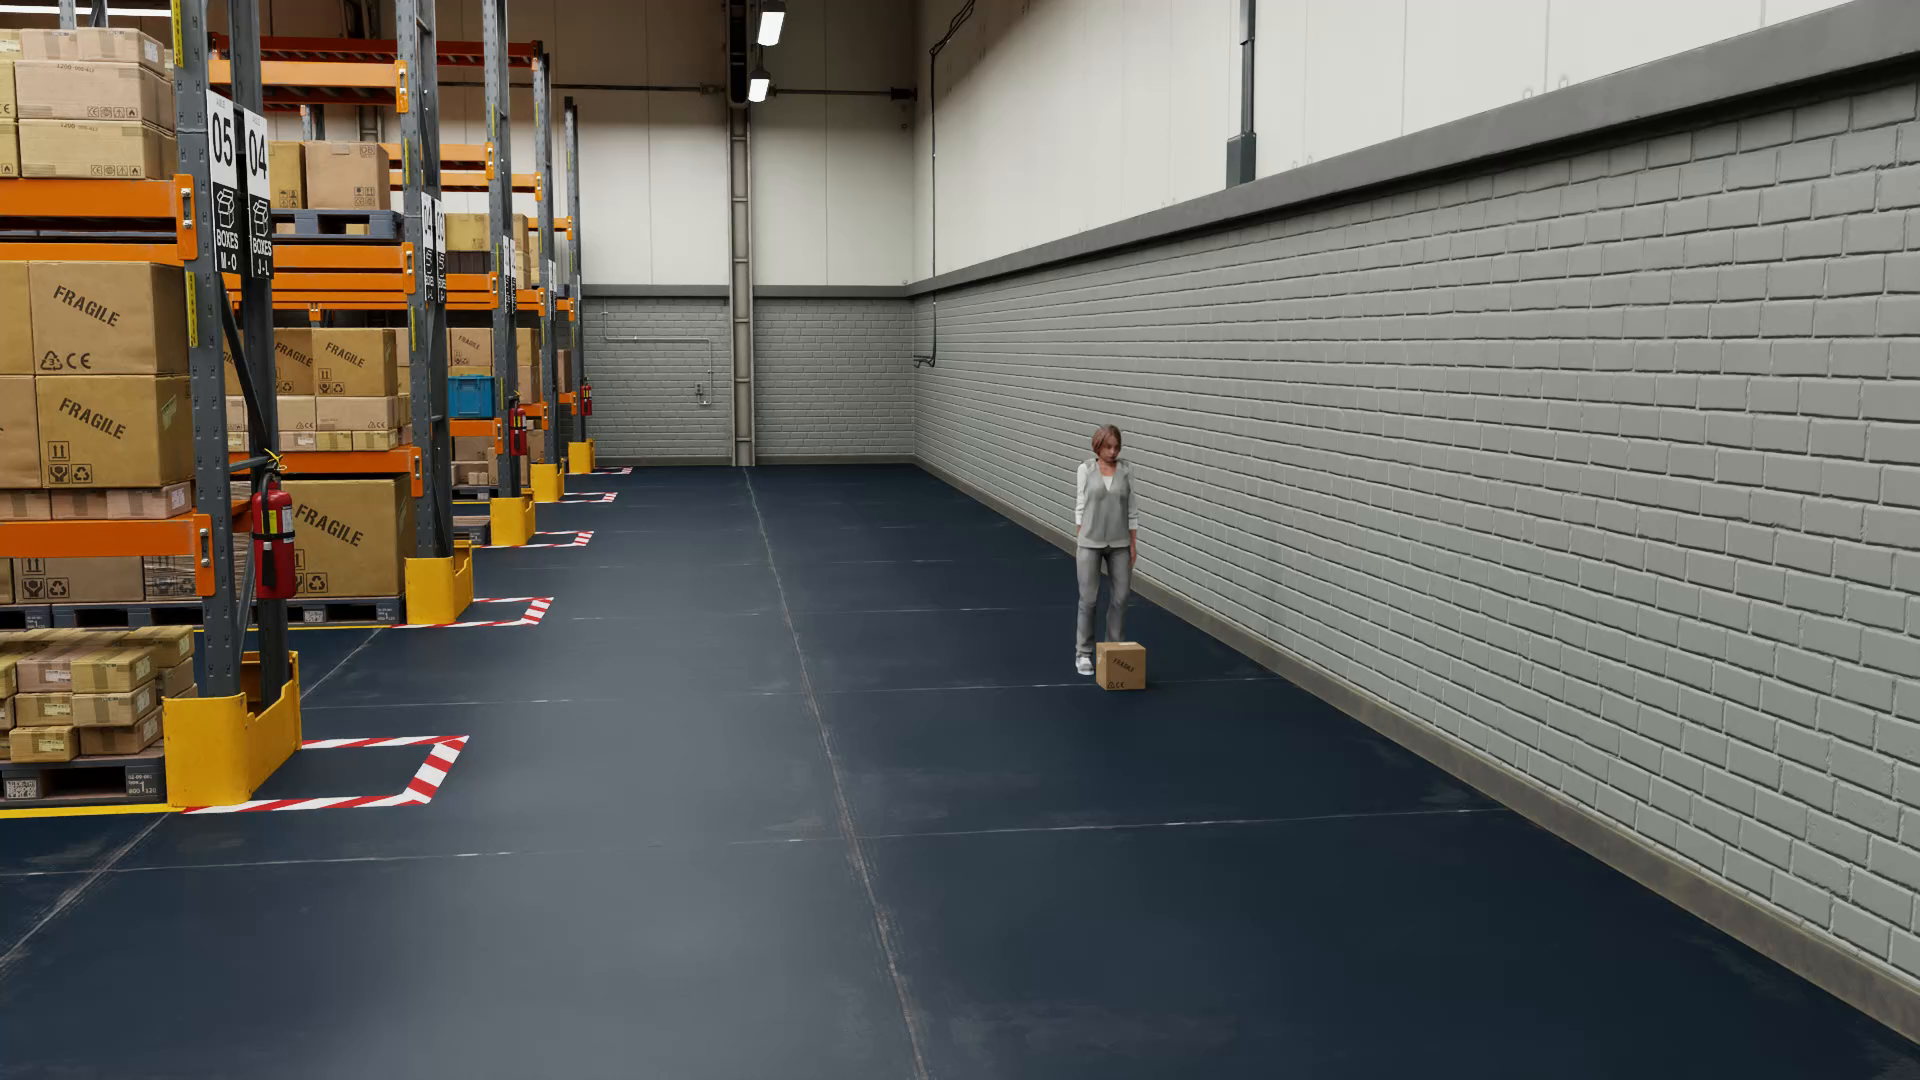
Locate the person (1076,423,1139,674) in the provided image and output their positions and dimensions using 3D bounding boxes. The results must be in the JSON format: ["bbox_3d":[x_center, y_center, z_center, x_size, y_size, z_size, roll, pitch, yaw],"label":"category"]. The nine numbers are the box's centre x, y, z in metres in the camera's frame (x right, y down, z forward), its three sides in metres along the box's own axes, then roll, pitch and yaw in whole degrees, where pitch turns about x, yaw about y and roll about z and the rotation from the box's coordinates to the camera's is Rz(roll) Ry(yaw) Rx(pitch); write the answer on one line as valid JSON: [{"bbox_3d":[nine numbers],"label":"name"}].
[{"bbox_3d":[0.938,0.060,10.610,0.407,1.592,0.300,-1,7,-8],"label":"person"}]
